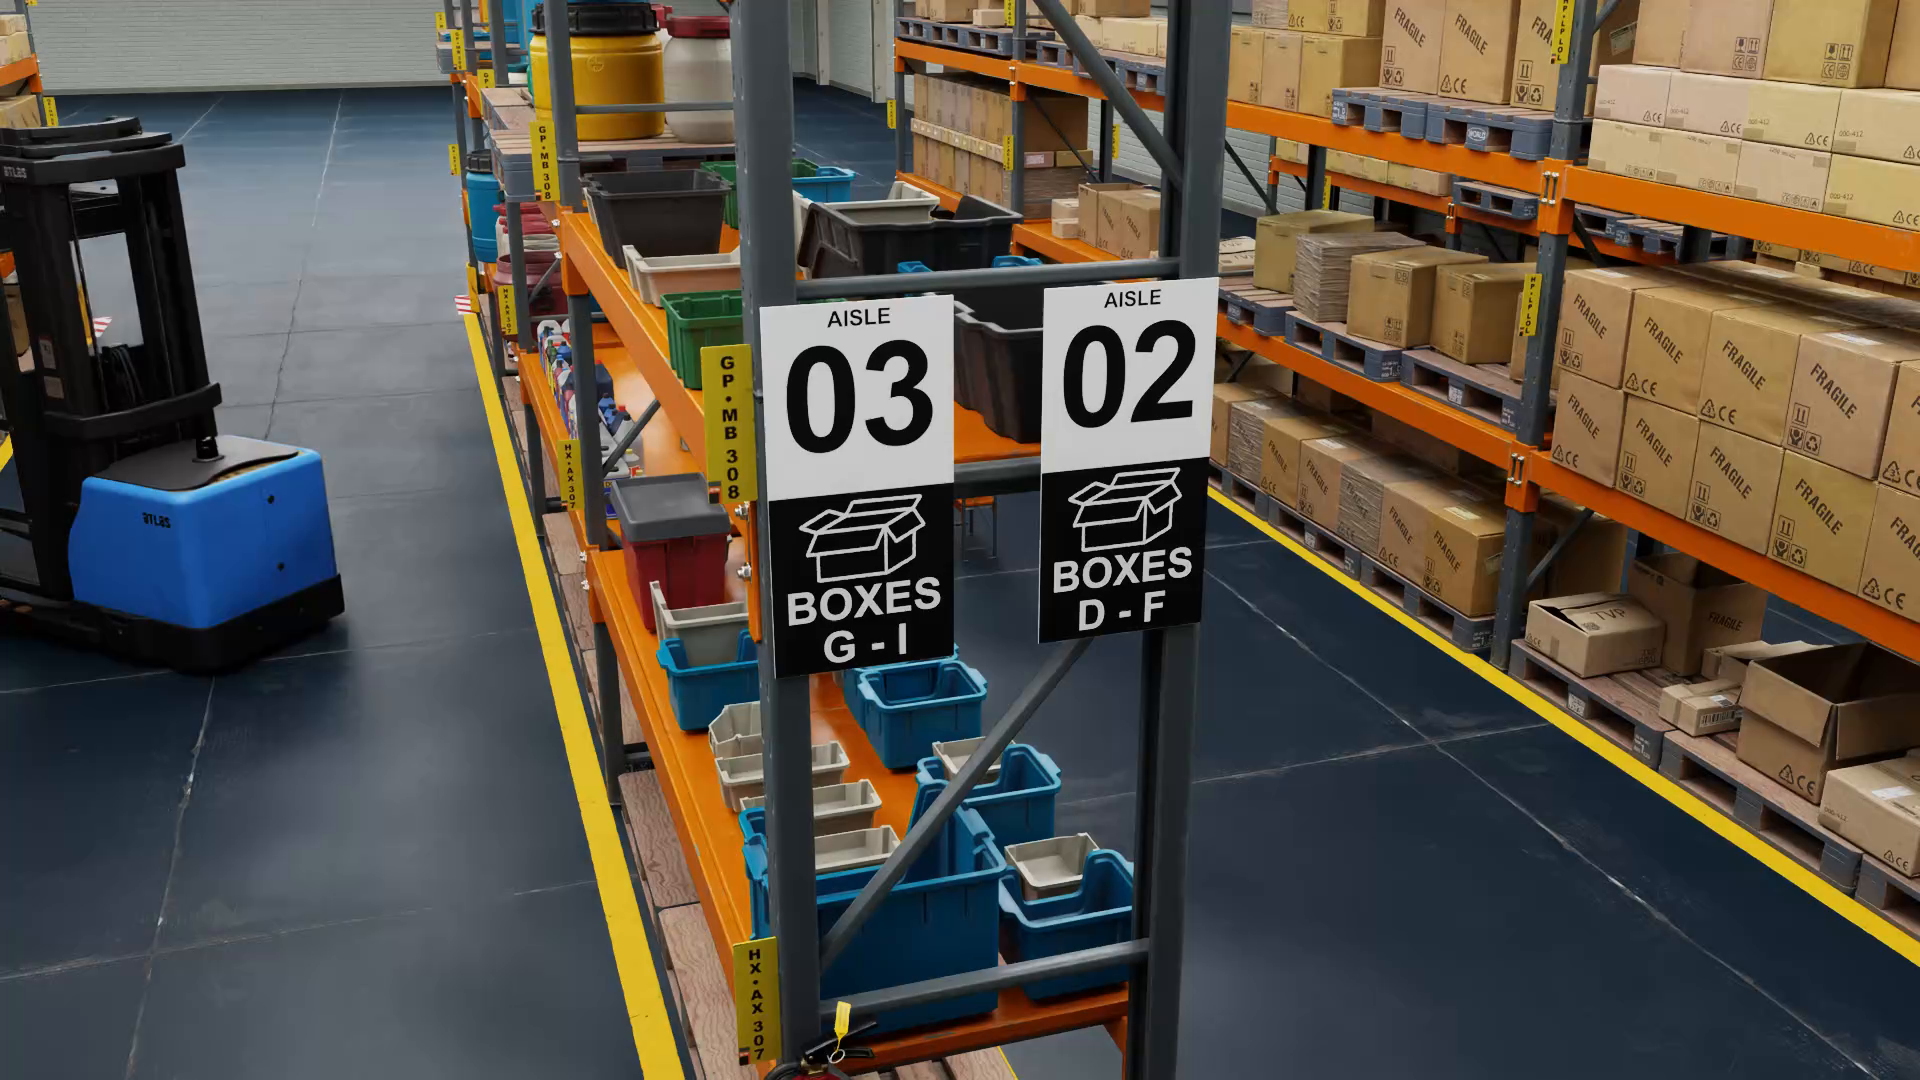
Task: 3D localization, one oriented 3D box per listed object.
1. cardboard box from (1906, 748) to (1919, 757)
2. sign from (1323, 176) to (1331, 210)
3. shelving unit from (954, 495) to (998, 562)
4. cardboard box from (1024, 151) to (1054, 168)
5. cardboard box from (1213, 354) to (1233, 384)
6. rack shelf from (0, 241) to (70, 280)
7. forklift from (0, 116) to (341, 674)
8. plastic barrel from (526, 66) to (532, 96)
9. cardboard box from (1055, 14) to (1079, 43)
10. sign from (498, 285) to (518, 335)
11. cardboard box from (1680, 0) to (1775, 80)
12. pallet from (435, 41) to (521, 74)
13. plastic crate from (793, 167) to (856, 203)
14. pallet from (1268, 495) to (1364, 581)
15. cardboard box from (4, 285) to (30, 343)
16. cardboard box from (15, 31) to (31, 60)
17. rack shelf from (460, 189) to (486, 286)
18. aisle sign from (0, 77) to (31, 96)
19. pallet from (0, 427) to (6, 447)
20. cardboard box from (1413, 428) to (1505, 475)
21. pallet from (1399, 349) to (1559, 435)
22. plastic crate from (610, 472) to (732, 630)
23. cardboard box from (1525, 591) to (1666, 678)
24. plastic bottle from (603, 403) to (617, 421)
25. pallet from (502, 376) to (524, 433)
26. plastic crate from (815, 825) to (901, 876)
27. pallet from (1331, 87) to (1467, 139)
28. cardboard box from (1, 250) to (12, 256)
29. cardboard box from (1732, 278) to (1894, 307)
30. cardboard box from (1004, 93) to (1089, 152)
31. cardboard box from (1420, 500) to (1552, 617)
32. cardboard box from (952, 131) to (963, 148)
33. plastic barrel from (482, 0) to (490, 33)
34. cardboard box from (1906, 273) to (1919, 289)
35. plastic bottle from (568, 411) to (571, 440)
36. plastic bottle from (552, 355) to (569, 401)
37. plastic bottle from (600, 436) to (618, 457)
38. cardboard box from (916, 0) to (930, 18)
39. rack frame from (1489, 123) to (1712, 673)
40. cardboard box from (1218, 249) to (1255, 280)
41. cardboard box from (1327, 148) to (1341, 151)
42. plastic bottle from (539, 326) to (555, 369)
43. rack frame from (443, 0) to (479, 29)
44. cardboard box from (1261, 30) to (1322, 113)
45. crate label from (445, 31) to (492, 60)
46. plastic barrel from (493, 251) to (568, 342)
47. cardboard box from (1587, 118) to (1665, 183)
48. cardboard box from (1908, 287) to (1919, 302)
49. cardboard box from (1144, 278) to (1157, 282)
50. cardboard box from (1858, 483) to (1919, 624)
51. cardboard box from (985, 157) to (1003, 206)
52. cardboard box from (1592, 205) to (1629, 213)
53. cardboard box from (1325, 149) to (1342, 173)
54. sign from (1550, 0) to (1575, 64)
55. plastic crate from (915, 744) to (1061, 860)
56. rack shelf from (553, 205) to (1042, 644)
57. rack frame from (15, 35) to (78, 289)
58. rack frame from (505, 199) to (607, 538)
[{"bbox_3d":[4.543,1.105,7.319,0.500,0.250,0.500,-6,21,-17],"label":"cardboard box"},{"bbox_3d":[2.756,-2.592,12.599,0.100,0.325,0.005,-6,21,-17],"label":"sign"},{"bbox_3d":[0.052,-0.512,11.066,0.258,1.200,0.503,-6,21,-17],"label":"shelving unit"},{"bbox_3d":[0.698,-3.724,16.239,0.380,0.149,0.250,-6,21,-17],"label":"cardboard box"},{"bbox_3d":[1.846,-1.333,13.307,0.500,0.311,0.500,-6,21,-16],"label":"cardboard box"},{"bbox_3d":[-9.047,-2.559,15.168,1.077,0.370,4.000,-6,21,-17],"label":"rack shelf"},{"bbox_3d":[-5.237,-0.984,9.820,3.031,2.935,1.130,11,23,29],"label":"forklift"},{"bbox_3d":[-2.345,-2.670,9.584,0.294,0.245,0.294,0,20,0],"label":"plastic barrel"},{"bbox_3d":[1.171,-4.647,15.080,0.500,0.250,0.500,-4,20,-12],"label":"cardboard box"},{"bbox_3d":[-2.980,-1.514,10.954,0.100,0.325,0.005,-6,21,-17],"label":"sign"},{"bbox_3d":[3.713,-2.342,7.434,0.700,0.500,0.500,-6,21,-17],"label":"cardboard box"},{"bbox_3d":[-4.036,-4.326,14.865,1.213,0.211,1.003,-6,21,-17],"label":"pallet"},{"bbox_3d":[-0.613,-1.289,6.379,0.416,0.233,0.300,-6,21,-17],"label":"plastic crate"},{"bbox_3d":[2.822,-0.077,11.318,1.003,0.211,1.213,-6,21,-17],"label":"pallet"},{"bbox_3d":[-9.275,-2.170,16.098,0.500,0.500,0.500,-1,20,-3],"label":"cardboard box"},{"bbox_3d":[-9.283,-4.753,15.996,0.500,0.250,0.500,-6,21,-16],"label":"cardboard box"},{"bbox_3d":[-4.345,-3.085,16.633,1.077,0.370,4.000,-6,21,-17],"label":"rack shelf"},{"bbox_3d":[-9.411,-4.815,16.538,0.394,0.787,0.004,-6,21,-17],"label":"aisle sign"},{"bbox_3d":[-8.173,-0.694,13.036,1.003,0.211,1.213,-6,21,-17],"label":"pallet"},{"bbox_3d":[3.266,-0.625,10.658,0.500,0.250,0.500,-6,21,-17],"label":"cardboard box"},{"bbox_3d":[3.354,-0.918,9.818,1.003,0.211,1.213,-6,21,-17],"label":"pallet"},{"bbox_3d":[-1.160,0.040,6.684,0.402,0.464,0.583,-6,21,-17],"label":"plastic crate"},{"bbox_3d":[3.428,0.476,8.980,0.500,0.311,0.500,-6,21,-17],"label":"cardboard box"},{"bbox_3d":[-1.836,-0.588,8.806,0.097,0.271,0.097,0,20,0],"label":"plastic bottle"},{"bbox_3d":[-3.433,-1.222,14.506,1.003,0.211,1.213,-6,21,-17],"label":"pallet"},{"bbox_3d":[-0.373,0.922,4.713,0.396,0.136,0.243,-6,21,-17],"label":"plastic crate"},{"bbox_3d":[3.034,-2.612,10.093,1.213,0.211,1.003,-6,21,-17],"label":"pallet"},{"bbox_3d":[-8.499,-2.561,14.481,0.380,0.149,0.250,-6,21,-17],"label":"cardboard box"},{"bbox_3d":[4.070,-0.959,8.021,0.500,0.500,0.500,-7,21,-18],"label":"cardboard box"},{"bbox_3d":[0.841,-4.106,16.345,0.700,0.500,0.500,-6,21,-17],"label":"cardboard box"},{"bbox_3d":[3.074,0.102,9.743,0.500,0.500,0.500,-7,21,-17],"label":"cardboard box"},{"bbox_3d":[0.131,-4.301,17.846,0.380,0.149,0.250,-6,21,-17],"label":"cardboard box"},{"bbox_3d":[-4.495,-5.411,16.707,0.600,0.588,0.600,0,20,0],"label":"plastic barrel"},{"bbox_3d":[7.337,-2.070,12.124,0.500,0.500,0.500,-6,21,-16],"label":"cardboard box"},{"bbox_3d":[-2.084,-0.644,9.067,0.097,0.201,0.097,0,20,0],"label":"plastic bottle"},{"bbox_3d":[-2.360,-0.959,9.840,0.097,0.271,0.097,0,20,0],"label":"plastic bottle"},{"bbox_3d":[-1.748,-0.366,8.181,0.152,0.276,0.135,-6,21,-17],"label":"plastic bottle"},{"bbox_3d":[-0.094,-6.130,18.626,0.797,0.503,0.637,-5,20,-13],"label":"cardboard box"},{"bbox_3d":[3.501,-0.740,9.039,1.000,3.000,0.127,-6,21,-17],"label":"rack frame"},{"bbox_3d":[2.171,-2.103,12.966,0.500,0.311,0.500,-5,20,-14],"label":"cardboard box"},{"bbox_3d":[4.598,-4.899,19.701,0.500,0.500,0.500,-7,21,-19],"label":"cardboard box"},{"bbox_3d":[-2.620,-1.225,10.579,0.097,0.271,0.097,0,20,0],"label":"plastic bottle"},{"bbox_3d":[-4.974,-6.889,17.284,1.000,3.000,0.127,-6,21,-17],"label":"rack frame"},{"bbox_3d":[2.573,-3.182,11.253,0.910,0.500,0.500,-6,21,-17],"label":"cardboard box"},{"bbox_3d":[-4.699,-4.772,16.046,0.502,0.251,0.408,-6,21,-17],"label":"crate label"},{"bbox_3d":[-2.893,-1.679,11.453,0.600,0.536,0.708,-6,21,-17],"label":"plastic barrel"},{"bbox_3d":[3.419,-1.899,8.050,0.500,0.250,0.500,-6,21,-17],"label":"cardboard box"},{"bbox_3d":[7.321,-1.821,12.391,0.380,0.149,0.250,-6,21,-17],"label":"cardboard box"},{"bbox_3d":[1.699,-2.165,13.377,0.380,0.149,0.250,-6,21,-17],"label":"cardboard box"},{"bbox_3d":[4.041,0.055,6.678,0.500,0.500,0.500,-6,21,-17],"label":"cardboard box"},{"bbox_3d":[0.669,-3.664,17.033,0.700,0.500,0.500,-7,21,-18],"label":"cardboard box"},{"bbox_3d":[6.375,-3.352,15.514,0.700,0.500,0.500,-6,21,-17],"label":"cardboard box"},{"bbox_3d":[4.614,-4.538,19.804,0.500,0.250,0.500,-7,21,-18],"label":"cardboard box"},{"bbox_3d":[2.975,-2.520,8.211,0.100,0.325,0.005,-6,21,-17],"label":"sign"},{"bbox_3d":[0.083,0.794,4.928,0.416,0.233,0.300,-6,21,-17],"label":"plastic crate"},{"bbox_3d":[-0.574,-0.646,5.405,1.077,0.370,4.000,-6,21,-17],"label":"rack shelf"},{"bbox_3d":[-9.676,-3.539,16.833,1.000,3.000,0.127,-6,21,-17],"label":"rack frame"},{"bbox_3d":[-2.460,-1.498,11.151,1.000,3.000,0.127,-6,21,-17],"label":"rack frame"}]
